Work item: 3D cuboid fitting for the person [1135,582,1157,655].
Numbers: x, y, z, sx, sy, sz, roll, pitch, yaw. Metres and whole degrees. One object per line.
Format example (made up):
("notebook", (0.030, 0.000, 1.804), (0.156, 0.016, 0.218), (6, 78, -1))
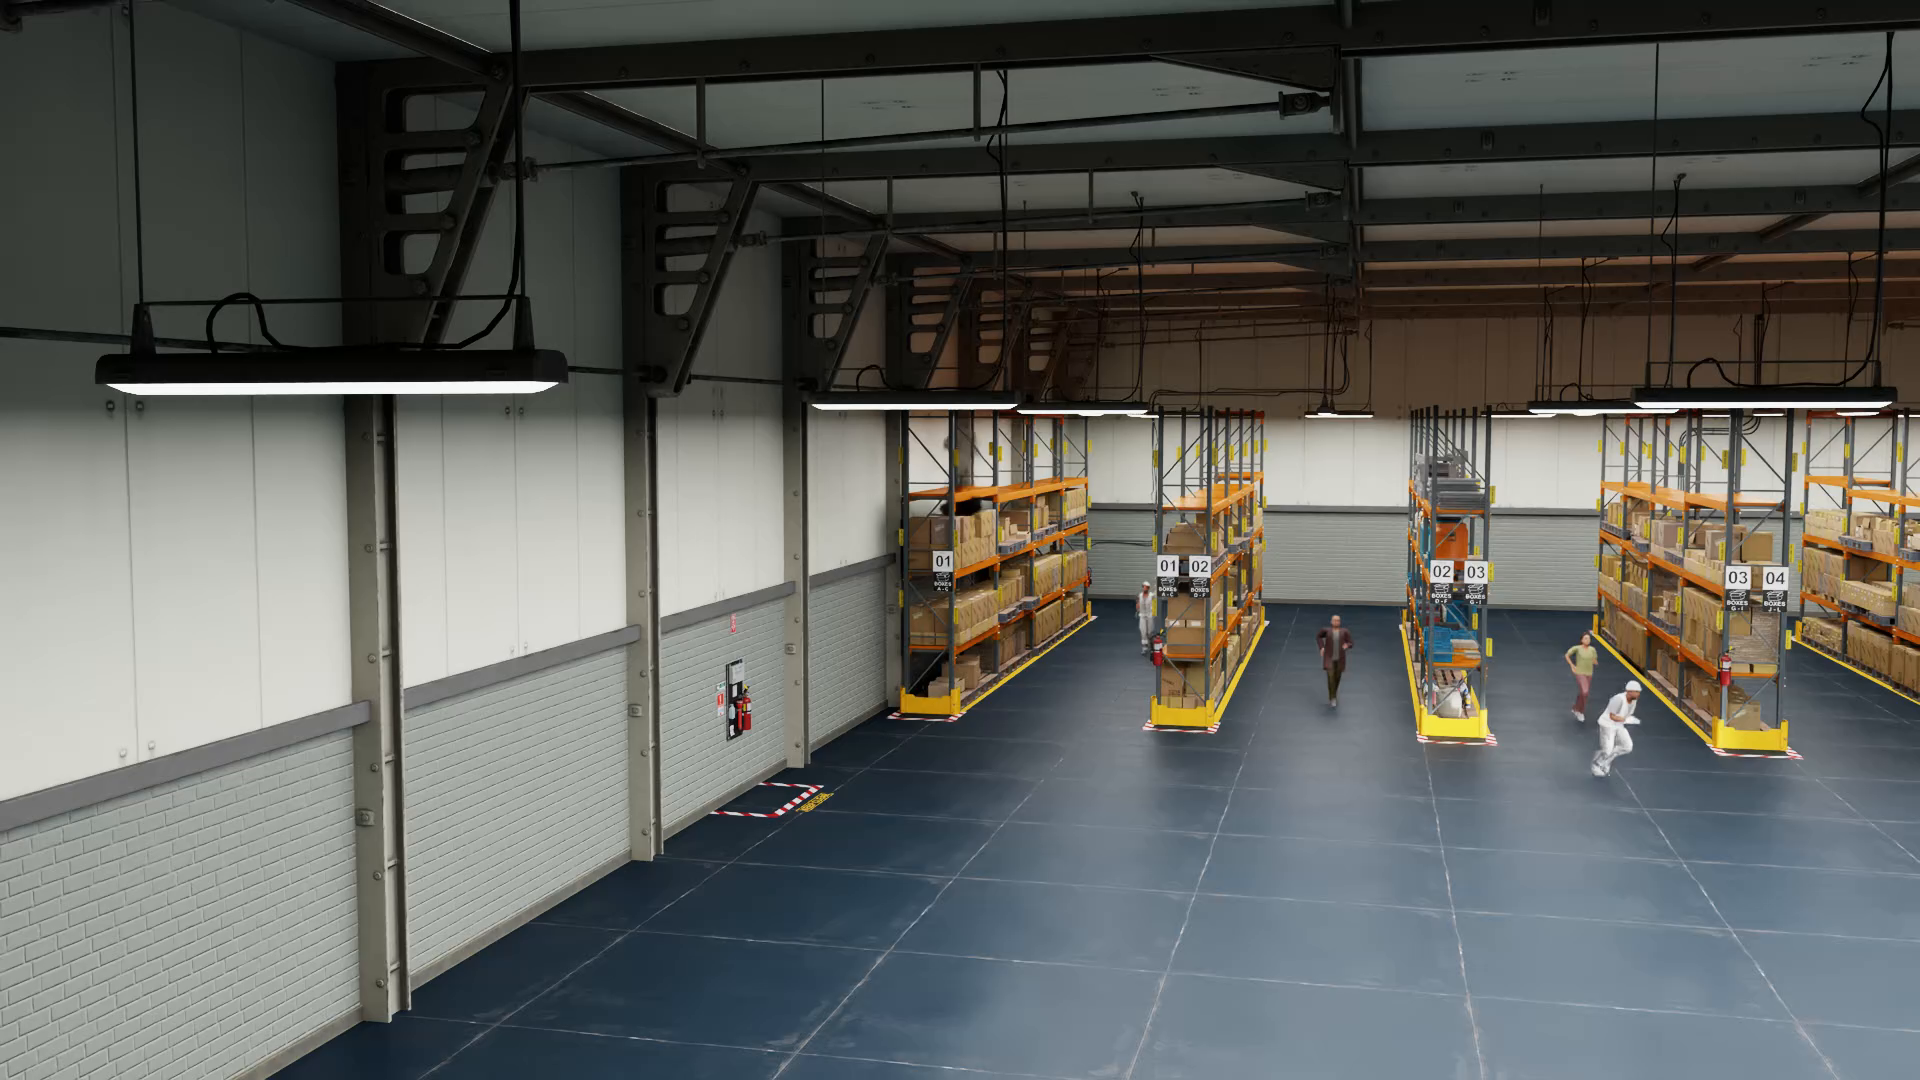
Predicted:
("person", (4.606, 1.915, 40.898), (0.647, 1.777, 0.755), (2, 4, 20))

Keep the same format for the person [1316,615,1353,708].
("person", (7.567, 2.413, 33.558), (0.703, 1.802, 1.047), (0, 4, 5))

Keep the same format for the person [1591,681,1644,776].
("person", (10.545, 3.010, 26.588), (0.720, 1.592, 0.893), (-3, 5, -35))

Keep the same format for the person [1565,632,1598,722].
("person", (11.935, 2.614, 31.828), (0.555, 1.708, 0.705), (-1, 4, -10))
